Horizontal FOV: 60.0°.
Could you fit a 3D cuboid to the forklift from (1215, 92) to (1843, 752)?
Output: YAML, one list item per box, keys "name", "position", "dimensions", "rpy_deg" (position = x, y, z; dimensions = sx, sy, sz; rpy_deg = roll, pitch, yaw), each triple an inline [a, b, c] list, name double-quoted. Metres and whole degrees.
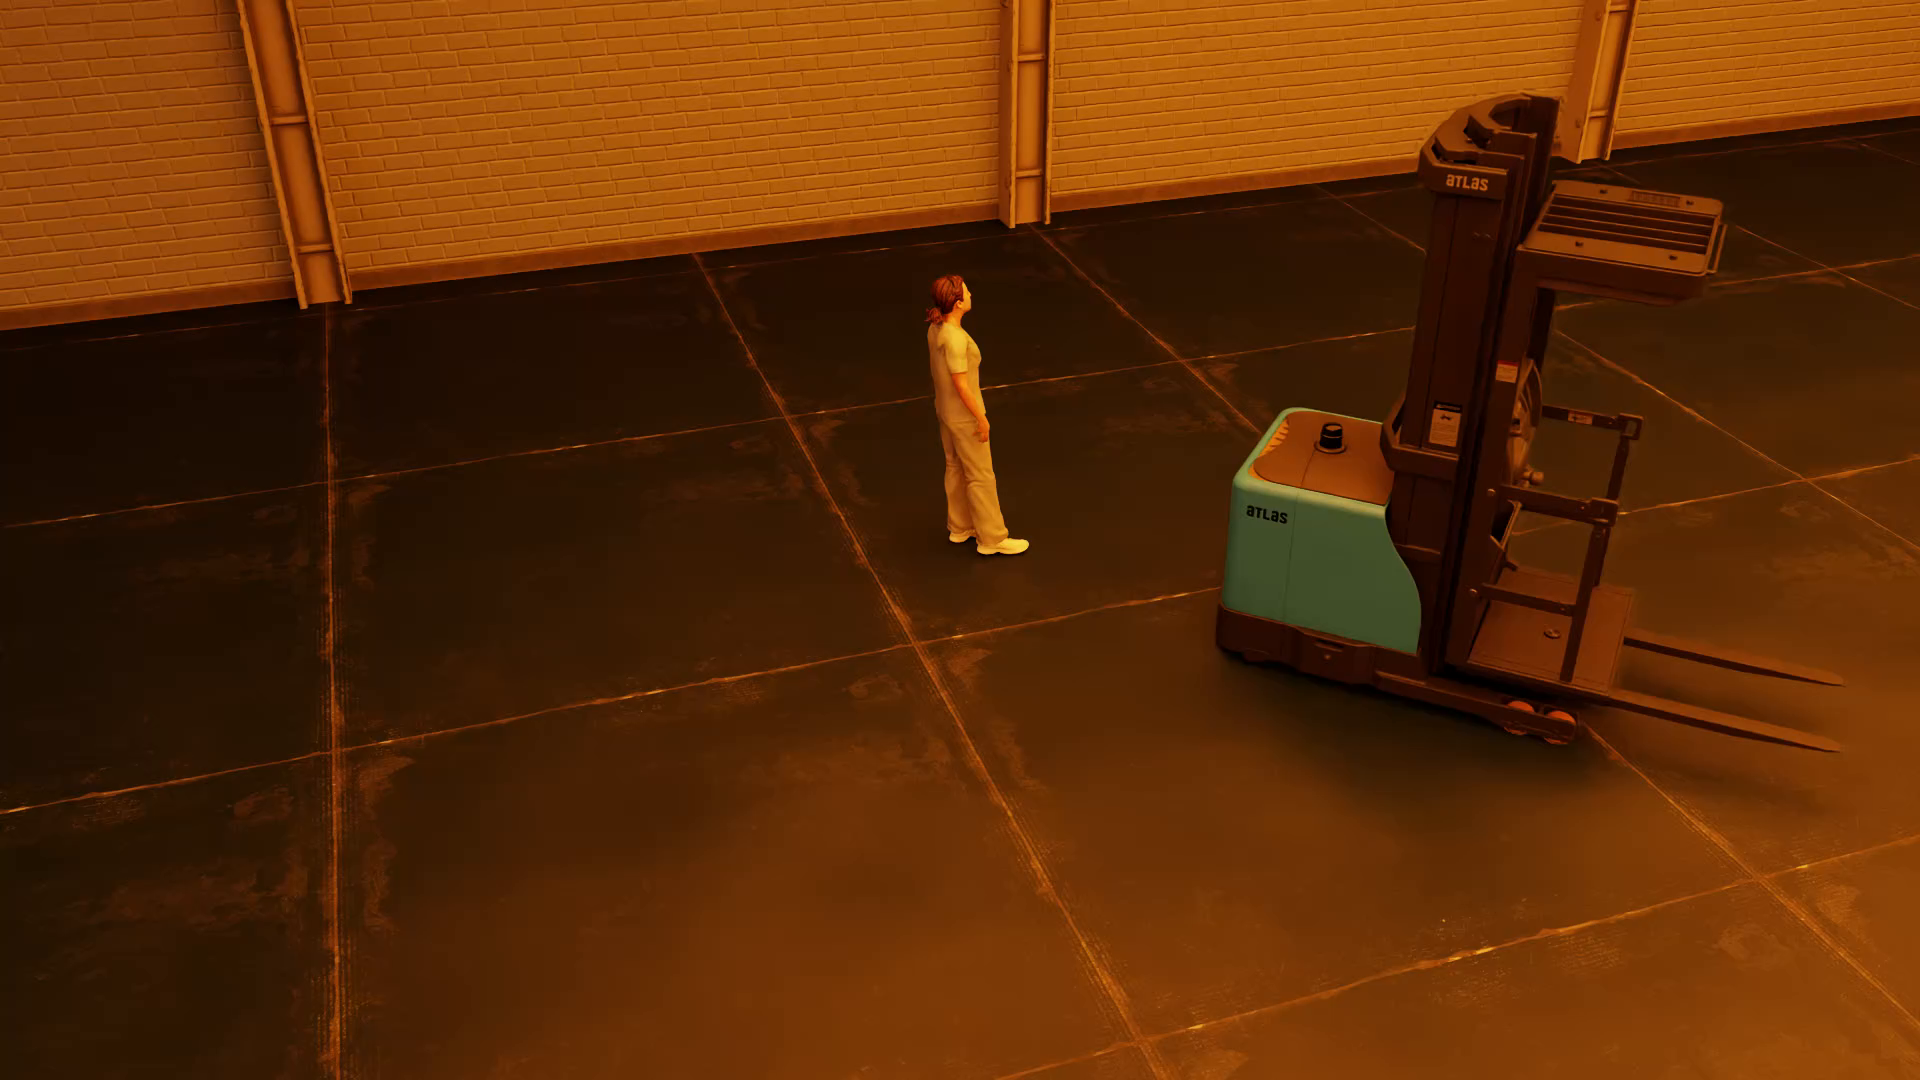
- name: "forklift"
  position: [2.932, -0.555, 8.052]
  dimensions: [3.031, 2.935, 1.130]
  rpy_deg: [13, 33, 22]

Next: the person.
- name: "person"
  position: [0.075, -0.738, 9.614]
  dimensions: [0.548, 1.673, 0.550]
  rpy_deg: [-10, 31, -16]
